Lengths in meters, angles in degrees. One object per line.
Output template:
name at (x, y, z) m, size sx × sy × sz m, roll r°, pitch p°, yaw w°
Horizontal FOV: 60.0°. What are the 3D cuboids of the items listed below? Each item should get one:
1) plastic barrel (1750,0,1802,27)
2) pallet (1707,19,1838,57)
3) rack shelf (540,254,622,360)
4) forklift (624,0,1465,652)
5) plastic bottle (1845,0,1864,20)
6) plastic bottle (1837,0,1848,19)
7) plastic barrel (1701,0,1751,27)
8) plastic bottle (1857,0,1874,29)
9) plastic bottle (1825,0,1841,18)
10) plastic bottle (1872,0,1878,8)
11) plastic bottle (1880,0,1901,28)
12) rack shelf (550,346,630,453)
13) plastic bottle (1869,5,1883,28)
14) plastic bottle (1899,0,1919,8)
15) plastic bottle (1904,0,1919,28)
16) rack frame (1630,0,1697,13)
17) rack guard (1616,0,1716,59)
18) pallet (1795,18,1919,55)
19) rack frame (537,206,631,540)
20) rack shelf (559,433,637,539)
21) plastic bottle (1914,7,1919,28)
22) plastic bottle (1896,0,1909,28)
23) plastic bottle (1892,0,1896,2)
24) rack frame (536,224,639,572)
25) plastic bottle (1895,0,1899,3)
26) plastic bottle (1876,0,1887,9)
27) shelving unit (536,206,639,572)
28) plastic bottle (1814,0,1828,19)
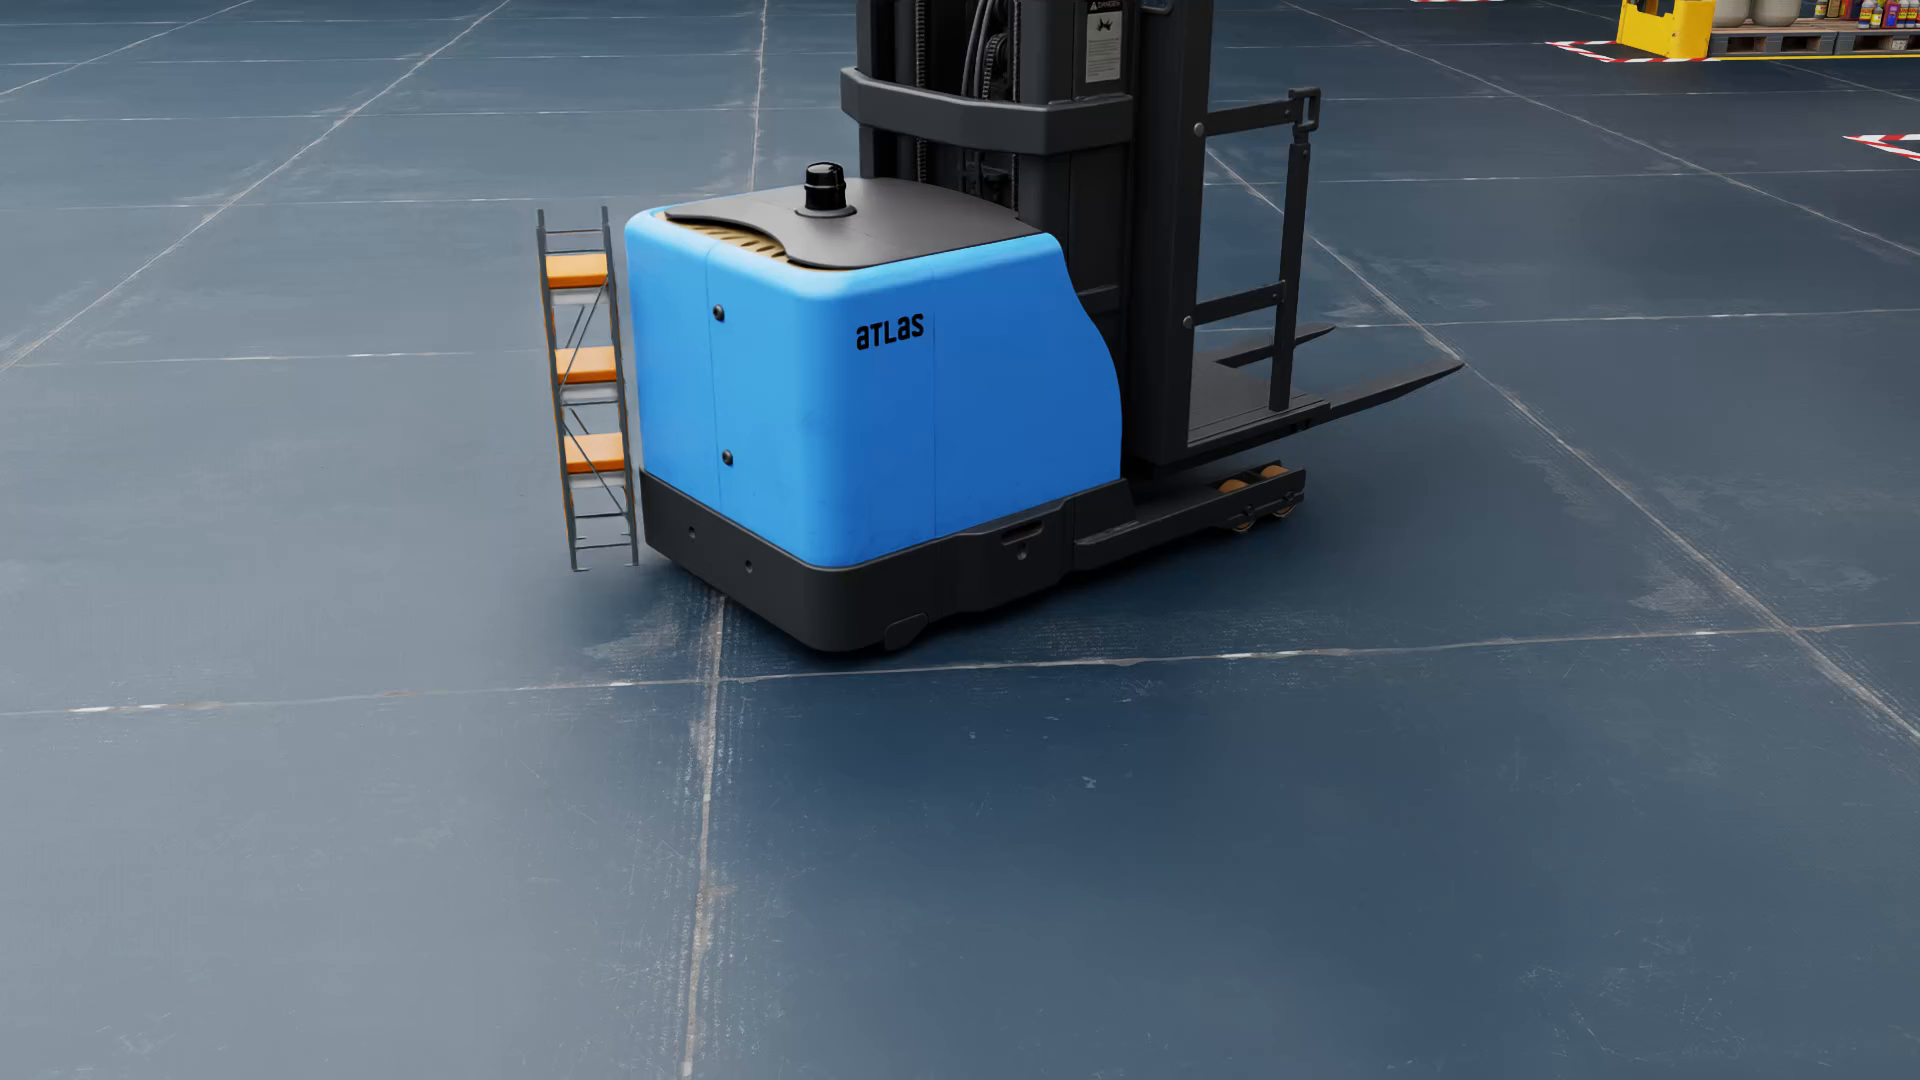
plastic barrel at (7.636, -5.077, 15.524) m, size 0.421 × 0.512 × 0.421 m, roll 0°, pitch 24°, yaw 0°
pallet at (7.370, -4.722, 15.615) m, size 1.213 × 0.211 × 1.003 m, roll -2°, pitch 24°, yaw -5°
rack shelf at (-1.103, -0.691, 4.838) m, size 0.215 × 0.259 × 0.240 m, roll -5°, pitch 24°, yaw -11°
forklift at (0.498, -1.512, 5.044) m, size 3.031 × 2.935 × 1.130 m, roll -18°, pitch 30°, yaw -35°
plastic bottle at (8.539, -5.111, 15.858) m, size 0.133 × 0.283 × 0.061 m, roll -2°, pitch 24°, yaw -5°
plastic bottle at (8.528, -5.150, 15.956) m, size 0.135 × 0.276 × 0.152 m, roll -2°, pitch 24°, yaw -5°
plastic barrel at (7.137, -5.057, 15.479) m, size 0.421 × 0.512 × 0.421 m, roll 0°, pitch 24°, yaw 0°
plastic bottle at (8.325, -4.845, 15.275) m, size 0.097 × 0.271 × 0.097 m, roll 0°, pitch 24°, yaw 0°
plastic bottle at (8.389, -5.167, 15.984) m, size 0.133 × 0.283 × 0.061 m, roll -2°, pitch 24°, yaw -4°
plastic bottle at (8.697, -5.072, 15.872) m, size 0.097 × 0.201 × 0.097 m, roll 0°, pitch 24°, yaw 0°
plastic bottle at (8.552, -4.852, 15.276) m, size 0.133 × 0.283 × 0.061 m, roll -2°, pitch 24°, yaw -4°
rack shelf at (-1.103, -0.431, 4.954) m, size 0.215 × 0.259 × 0.240 m, roll -5°, pitch 24°, yaw -11°
plastic bottle at (8.428, -4.817, 15.298) m, size 0.097 × 0.201 × 0.097 m, roll 0°, pitch 24°, yaw 0°
plastic bottle at (9.055, -5.113, 15.871) m, size 0.135 × 0.276 × 0.152 m, roll -2°, pitch 24°, yaw -5°
plastic bottle at (8.766, -4.863, 15.315) m, size 0.097 × 0.271 × 0.097 m, roll 0°, pitch 24°, yaw 0°
rack frame at (6.490, -5.944, 14.931) m, size 0.127 × 3.000 × 1.000 m, roll -2°, pitch 24°, yaw -5°
rack guard at (6.561, -4.824, 15.488) m, size 0.348 × 0.500 × 1.175 m, roll -2°, pitch 24°, yaw -5°
pallet at (8.581, -4.770, 15.721) m, size 1.213 × 0.211 × 1.003 m, roll -2°, pitch 24°, yaw -5°
rack frame at (-1.129, -0.489, 5.058) m, size 0.200 × 1.050 × 0.008 m, roll -5°, pitch 24°, yaw -11°
rack shelf at (-1.103, -0.177, 5.067) m, size 0.215 × 0.259 × 0.240 m, roll -5°, pitch 24°, yaw -11°
plastic bottle at (8.864, -4.835, 15.338) m, size 0.097 × 0.201 × 0.097 m, roll 0°, pitch 24°, yaw 0°
plastic bottle at (8.666, -4.859, 15.306) m, size 0.097 × 0.271 × 0.097 m, roll 0°, pitch 24°, yaw 0°
plastic bottle at (8.886, -5.083, 15.896) m, size 0.097 × 0.201 × 0.097 m, roll 0°, pitch 24°, yaw 0°
rack frame at (-1.077, -0.393, 4.840) m, size 0.200 × 1.050 × 0.008 m, roll -5°, pitch 24°, yaw -11°
plastic bottle at (9.016, -5.206, 15.988) m, size 0.185 × 0.351 × 0.144 m, roll -2°, pitch 24°, yaw -6°
plastic bottle at (8.831, -5.198, 15.972) m, size 0.185 × 0.351 × 0.144 m, roll -1°, pitch 24°, yaw -3°
shelving unit at (-1.103, -0.441, 4.949) m, size 0.215 × 1.050 × 0.252 m, roll -5°, pitch 24°, yaw -11°
plastic bottle at (8.275, -5.117, 15.973) m, size 0.097 × 0.201 × 0.097 m, roll 0°, pitch 24°, yaw 0°
